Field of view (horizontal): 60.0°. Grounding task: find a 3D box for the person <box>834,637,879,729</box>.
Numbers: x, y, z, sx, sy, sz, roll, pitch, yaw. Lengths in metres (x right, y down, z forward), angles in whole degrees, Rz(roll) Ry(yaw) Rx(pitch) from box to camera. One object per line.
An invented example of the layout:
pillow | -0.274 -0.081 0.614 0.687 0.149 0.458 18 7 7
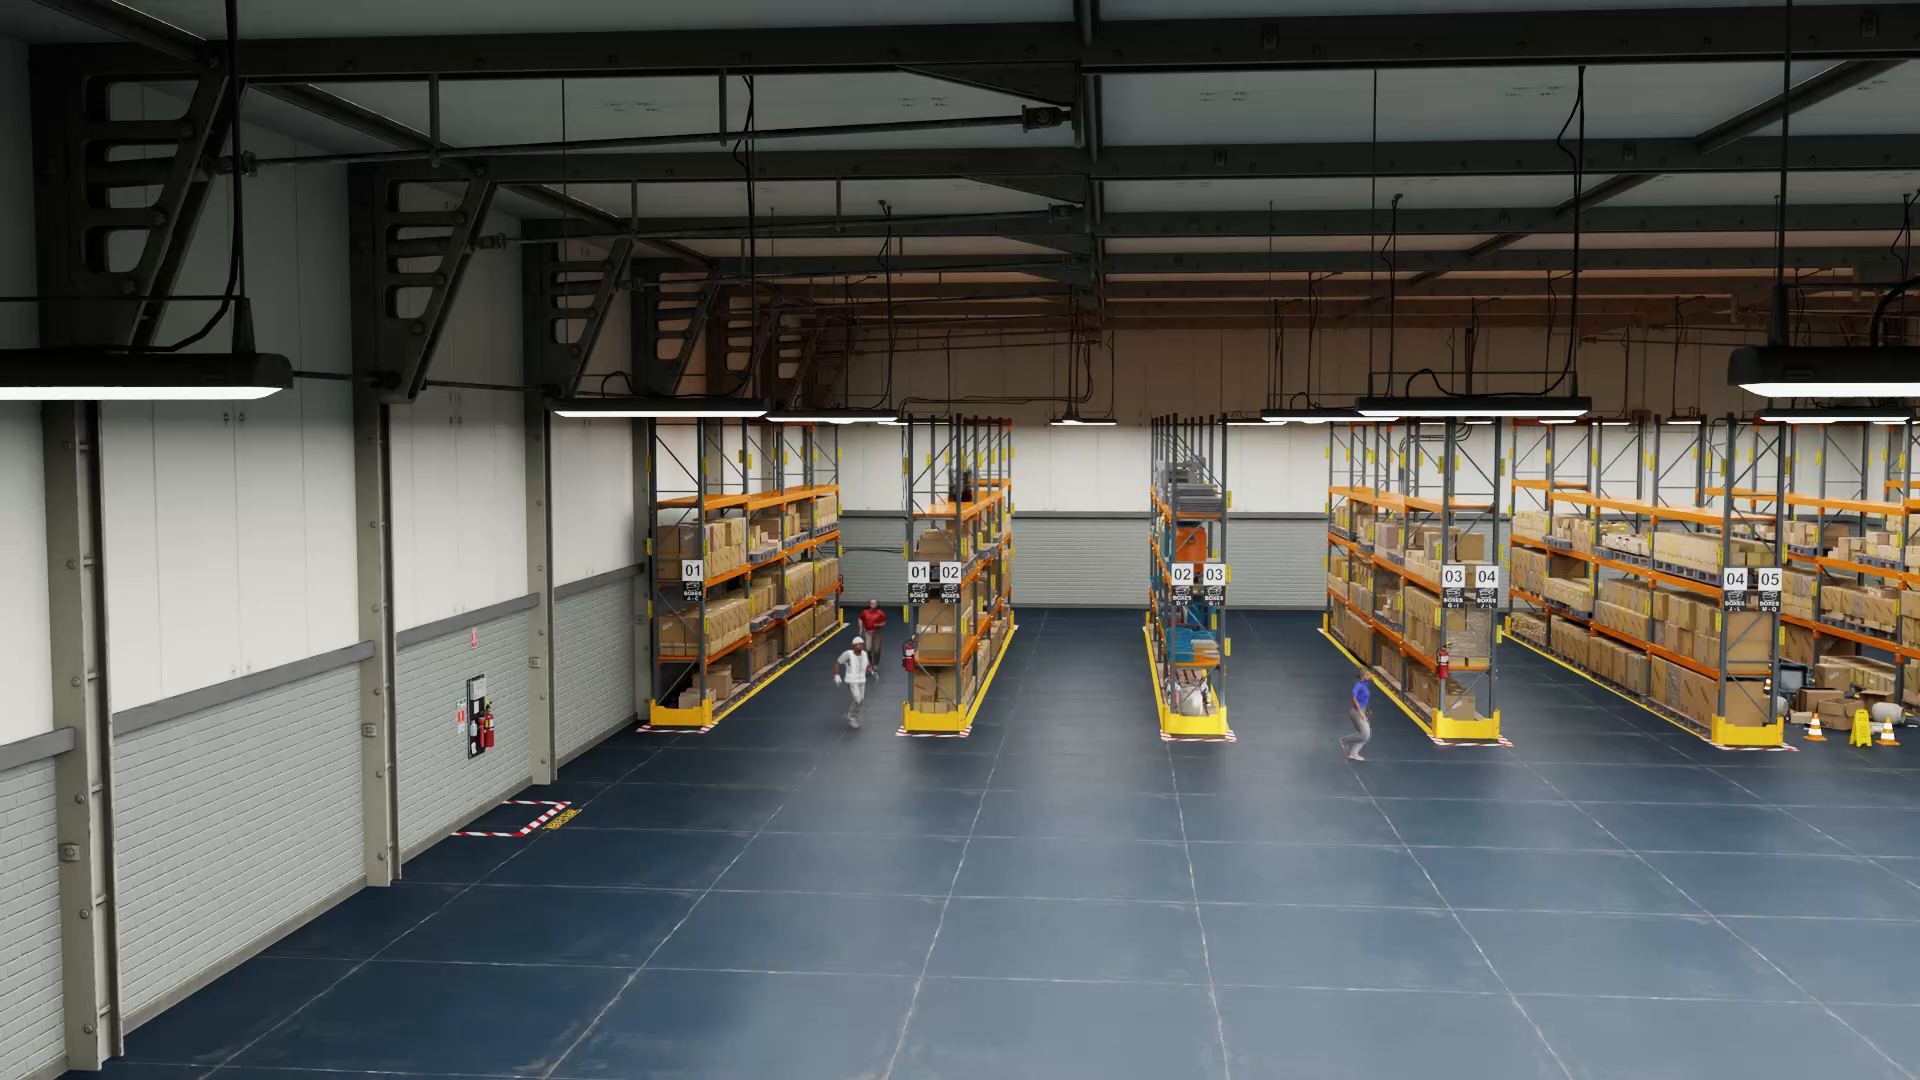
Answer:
person | -1.959 2.718 31.675 0.668 1.751 0.760 -3 5 -40

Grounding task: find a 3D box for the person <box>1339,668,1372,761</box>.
person | 6.830 3.001 28.738 0.529 1.597 0.572 2 4 28

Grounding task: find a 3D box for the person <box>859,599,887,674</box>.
person | -2.037 2.265 38.806 0.648 1.766 0.734 0 4 -4
